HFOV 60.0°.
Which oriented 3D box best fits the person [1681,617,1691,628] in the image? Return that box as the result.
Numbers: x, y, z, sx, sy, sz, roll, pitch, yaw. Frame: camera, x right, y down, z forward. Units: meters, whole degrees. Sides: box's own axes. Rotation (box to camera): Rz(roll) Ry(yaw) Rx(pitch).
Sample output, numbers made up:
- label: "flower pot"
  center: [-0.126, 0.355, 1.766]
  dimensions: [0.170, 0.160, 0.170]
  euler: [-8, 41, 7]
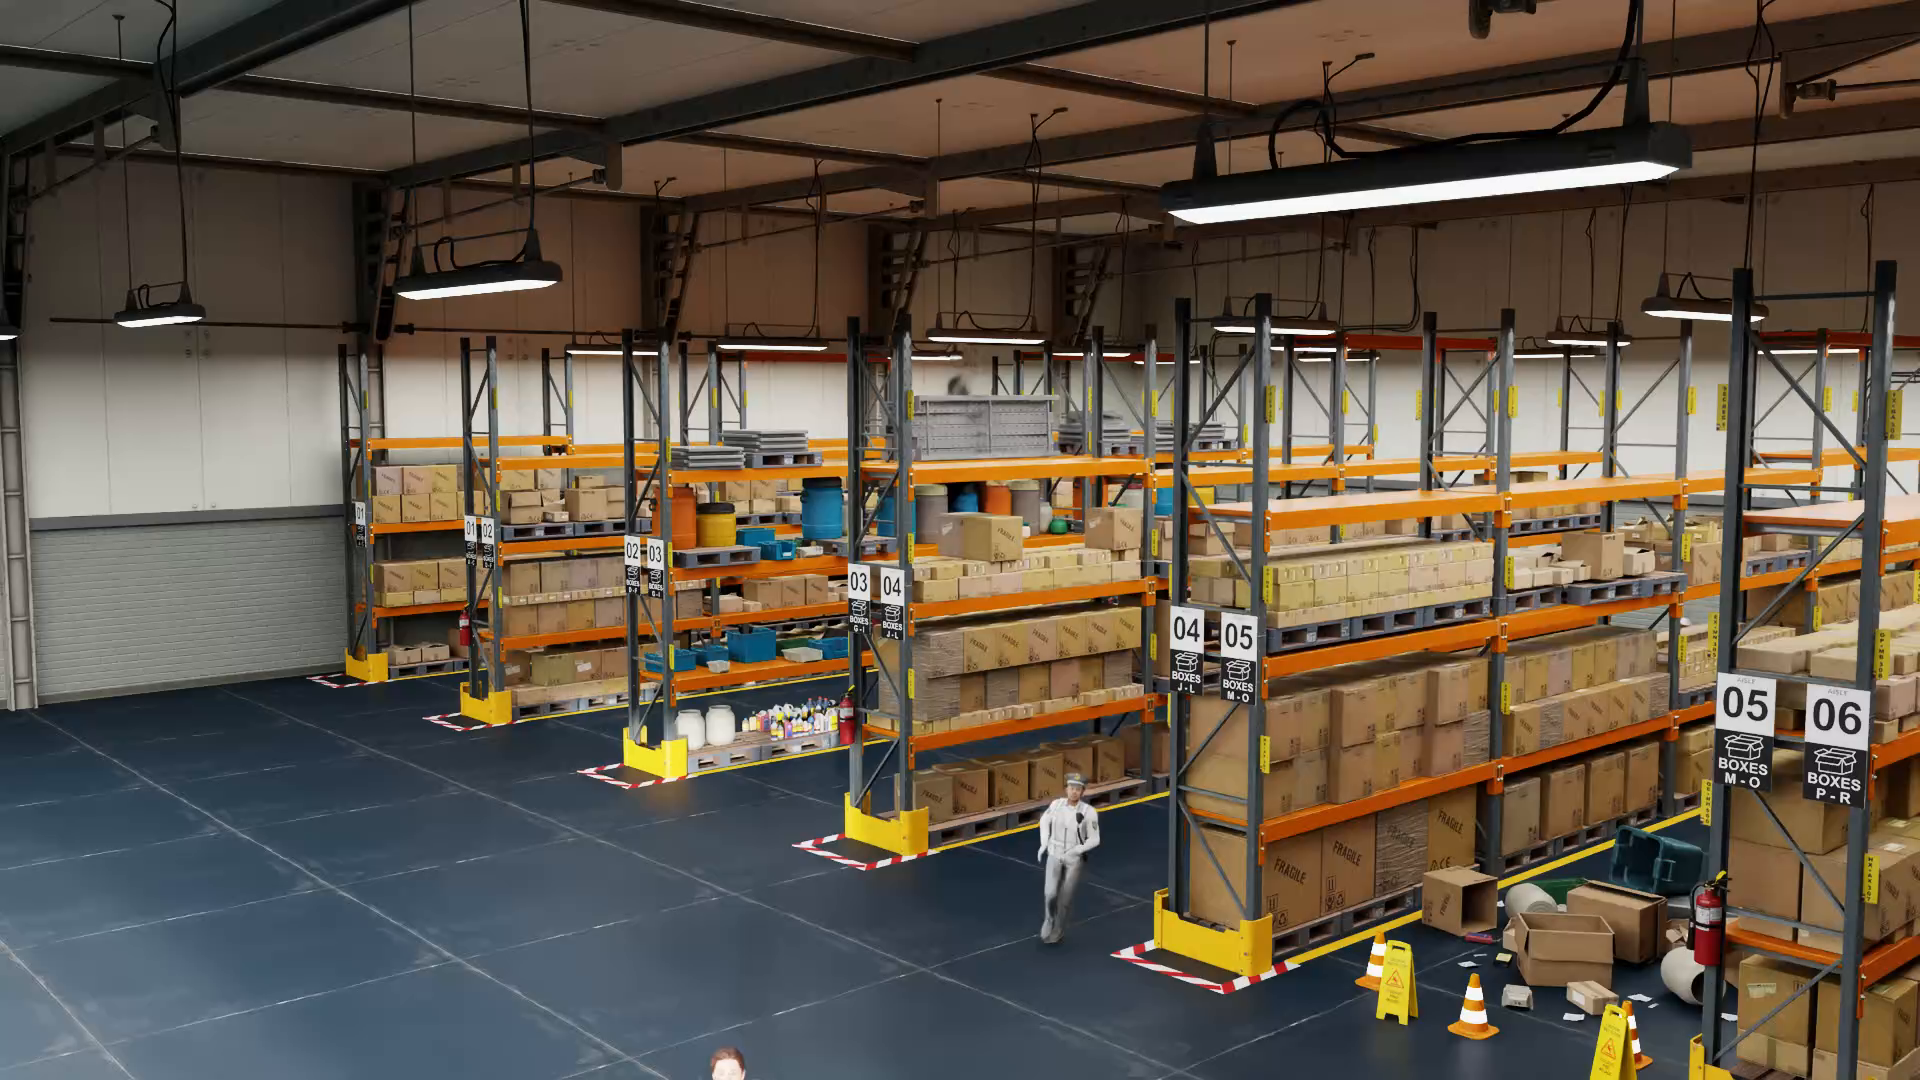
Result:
- label: "person"
  center: [10.900, 2.039, 25.157]
  dimensions: [0.580, 1.745, 0.689]
  euler: [-4, 7, -39]

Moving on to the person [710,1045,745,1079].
- label: "person"
  center: [-1.218, 3.547, 8.875]
  dimensions: [0.560, 1.689, 0.633]
  euler: [0, 5, -2]

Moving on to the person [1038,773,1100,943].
- label: "person"
  center: [0.997, 2.962, 15.426]
  dimensions: [0.603, 1.638, 0.521]
  euler: [1, 5, 14]
